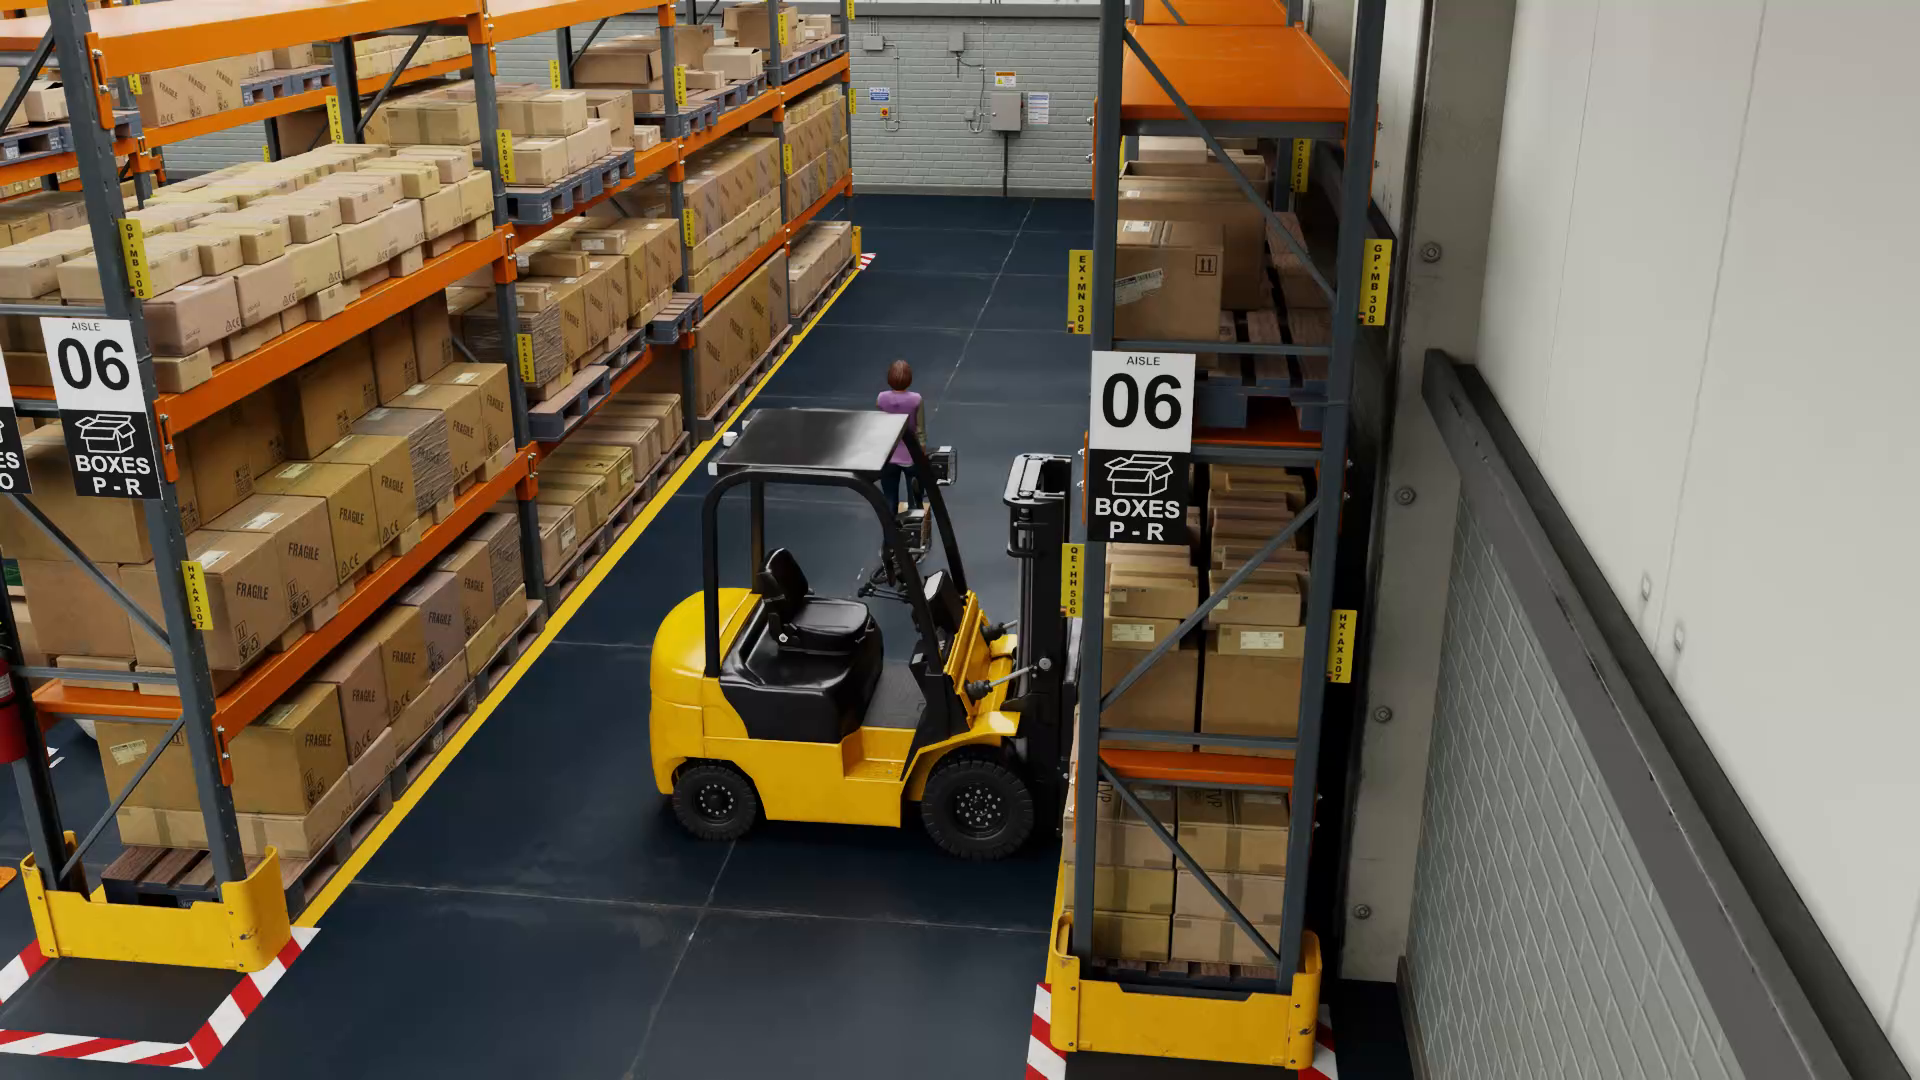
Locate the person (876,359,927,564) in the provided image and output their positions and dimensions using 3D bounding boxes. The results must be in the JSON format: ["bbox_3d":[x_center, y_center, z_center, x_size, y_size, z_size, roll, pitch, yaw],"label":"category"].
[{"bbox_3d":[-0.449,-0.594,12.609,0.405,1.598,0.304,3,22,8],"label":"person"}]
